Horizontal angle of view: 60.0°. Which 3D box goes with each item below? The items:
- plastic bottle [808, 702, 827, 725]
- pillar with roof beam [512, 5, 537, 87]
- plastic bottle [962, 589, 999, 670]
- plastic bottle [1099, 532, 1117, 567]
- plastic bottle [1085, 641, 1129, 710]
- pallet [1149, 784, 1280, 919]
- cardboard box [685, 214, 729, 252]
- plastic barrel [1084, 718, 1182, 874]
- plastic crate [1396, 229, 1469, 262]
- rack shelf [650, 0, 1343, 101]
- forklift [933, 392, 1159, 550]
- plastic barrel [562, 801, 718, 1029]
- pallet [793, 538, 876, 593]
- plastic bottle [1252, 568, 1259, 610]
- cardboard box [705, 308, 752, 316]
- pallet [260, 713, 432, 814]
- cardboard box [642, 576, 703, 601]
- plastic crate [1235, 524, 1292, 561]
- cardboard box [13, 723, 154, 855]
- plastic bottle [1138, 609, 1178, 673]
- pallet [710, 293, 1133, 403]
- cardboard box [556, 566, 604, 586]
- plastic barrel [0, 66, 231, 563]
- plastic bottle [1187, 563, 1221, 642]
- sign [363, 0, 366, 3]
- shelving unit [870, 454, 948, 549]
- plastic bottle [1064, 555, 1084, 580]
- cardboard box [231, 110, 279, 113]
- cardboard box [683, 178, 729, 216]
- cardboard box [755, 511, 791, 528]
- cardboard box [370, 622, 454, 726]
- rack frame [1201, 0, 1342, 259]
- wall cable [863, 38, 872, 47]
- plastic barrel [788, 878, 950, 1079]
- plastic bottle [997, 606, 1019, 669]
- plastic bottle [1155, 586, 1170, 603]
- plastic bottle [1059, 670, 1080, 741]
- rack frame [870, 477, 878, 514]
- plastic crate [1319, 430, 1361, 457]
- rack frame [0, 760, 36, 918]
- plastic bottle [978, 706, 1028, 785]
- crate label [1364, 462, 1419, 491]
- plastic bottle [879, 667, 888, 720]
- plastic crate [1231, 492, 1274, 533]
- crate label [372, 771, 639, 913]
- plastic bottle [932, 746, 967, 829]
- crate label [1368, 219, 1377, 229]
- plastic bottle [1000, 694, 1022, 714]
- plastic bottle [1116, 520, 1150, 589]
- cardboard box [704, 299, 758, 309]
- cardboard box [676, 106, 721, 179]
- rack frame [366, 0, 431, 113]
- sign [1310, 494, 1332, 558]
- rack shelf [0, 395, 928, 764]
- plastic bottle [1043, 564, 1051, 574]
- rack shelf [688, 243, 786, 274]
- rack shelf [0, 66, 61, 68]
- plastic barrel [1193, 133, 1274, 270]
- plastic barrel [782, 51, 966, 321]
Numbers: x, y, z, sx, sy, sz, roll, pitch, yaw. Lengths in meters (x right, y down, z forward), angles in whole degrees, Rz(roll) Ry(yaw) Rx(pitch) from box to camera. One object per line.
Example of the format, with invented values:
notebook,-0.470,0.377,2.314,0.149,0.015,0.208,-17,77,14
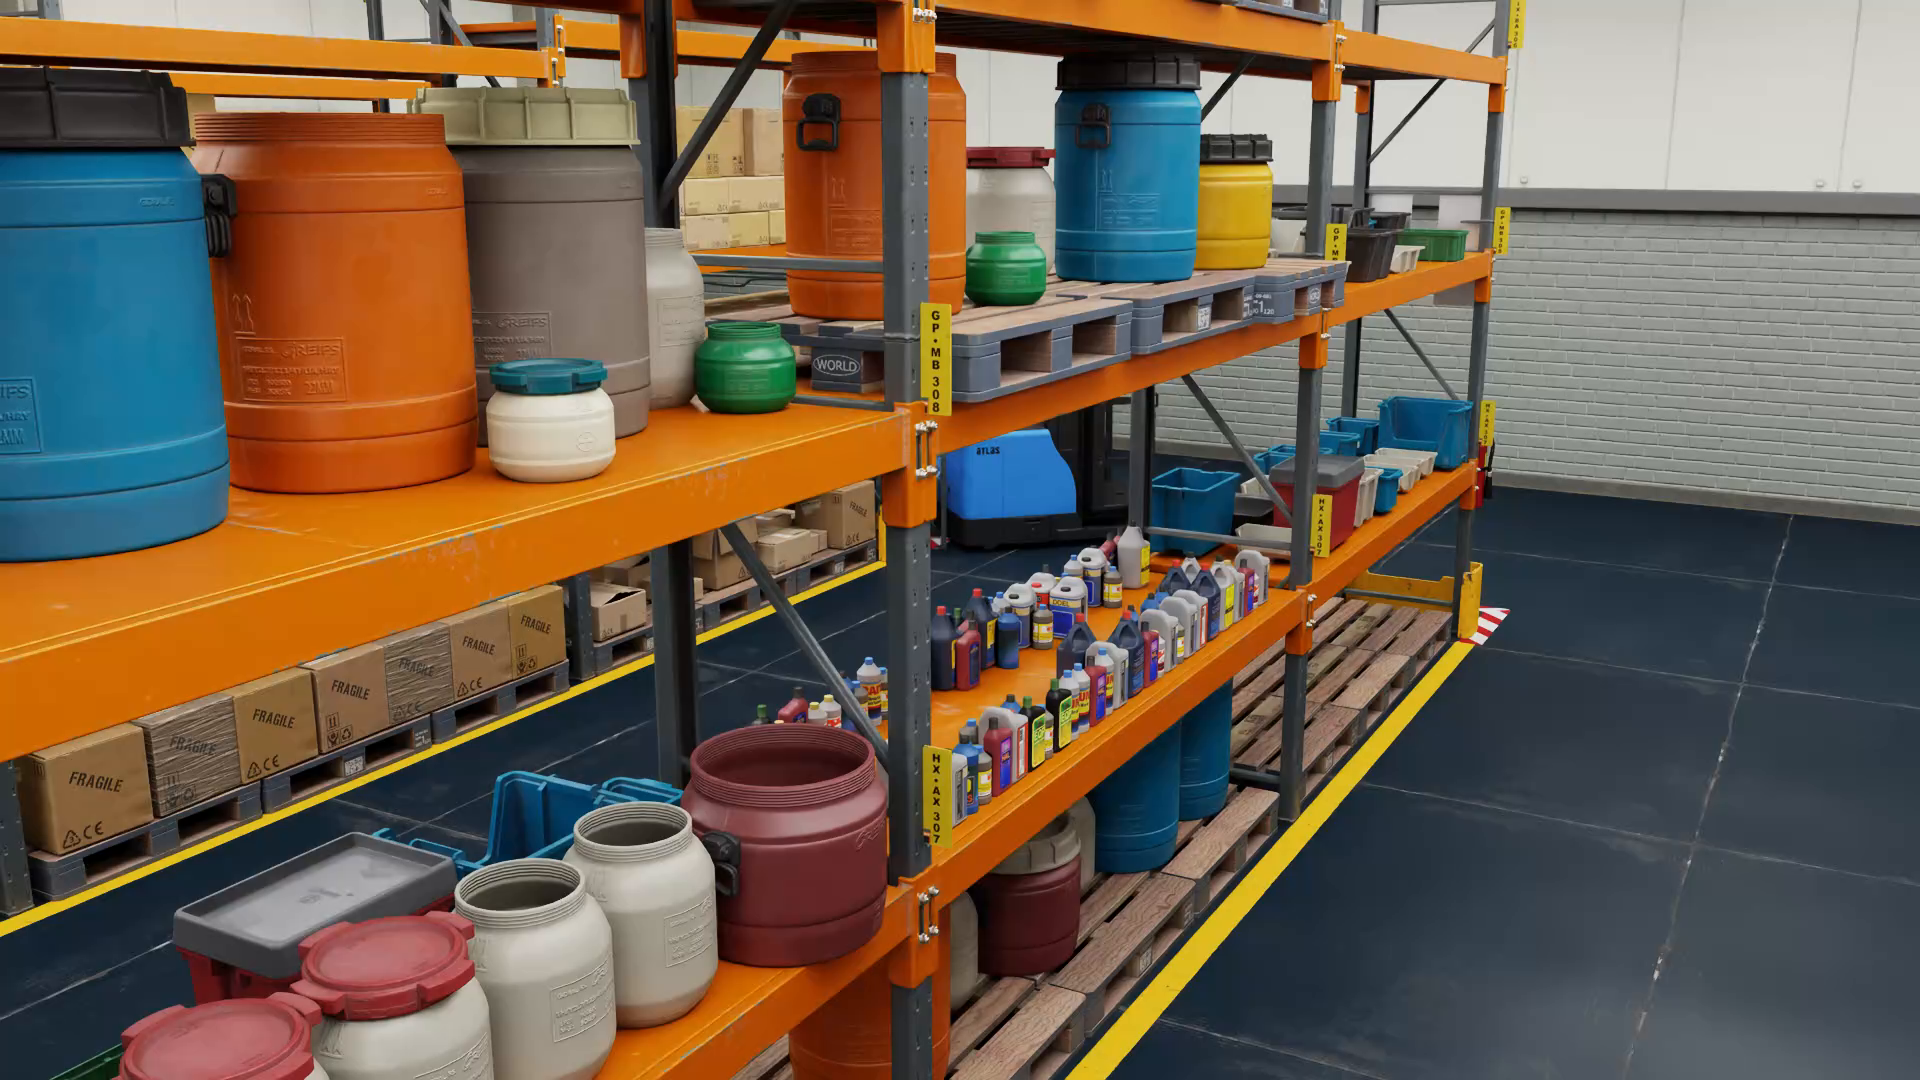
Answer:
plastic bottle,-0.550,0.716,6.305,0.097,0.201,0.097,0,14,0
pillar with roof beam,-1.044,-5.025,16.893,9.100,9.000,0.400,7,15,28
plastic bottle,0.087,0.384,7.361,0.144,0.351,0.185,7,15,28
plastic bottle,0.763,0.110,8.644,0.061,0.283,0.133,7,15,28
plastic bottle,0.607,0.543,6.862,0.152,0.276,0.135,7,15,28
pallet,0.969,1.508,8.545,1.003,0.211,1.213,7,15,28
cardboard box,-2.016,-2.225,11.998,0.500,0.250,0.500,7,15,28
plastic barrel,0.758,1.070,7.994,0.600,0.901,0.708,7,15,28
plastic crate,3.085,-1.942,10.959,0.450,0.188,0.336,7,15,28
rack shelf,0.412,-1.963,6.581,1.077,0.370,4.000,7,15,28
forklift,1.325,-1.516,15.283,3.031,2.935,1.130,-4,14,-17
plastic barrel,-0.866,1.000,4.462,0.421,0.512,0.421,0,14,0
pallet,-1.443,0.151,14.174,1.003,0.211,1.213,7,15,28
plastic bottle,1.439,0.240,8.280,0.097,0.201,0.097,0,14,0
cardboard box,-1.735,-1.480,12.643,0.500,0.500,0.500,8,16,30
pallet,-3.905,1.215,9.761,1.003,0.211,1.213,7,15,28
cardboard box,-2.154,0.360,12.463,0.380,0.166,0.250,7,15,28
plastic crate,1.729,0.018,9.208,0.396,0.136,0.243,7,15,28
cardboard box,-4.419,1.198,8.277,0.500,0.500,0.500,8,16,30
plastic bottle,0.873,0.430,7.330,0.152,0.276,0.135,7,15,28
pallet,-0.100,-0.693,5.727,1.003,0.211,1.213,7,15,28
cardboard box,-2.929,0.289,12.046,0.500,0.500,0.500,7,15,28
plastic barrel,-1.801,-0.459,3.285,0.600,0.901,0.708,7,15,28
plastic bottle,1.131,0.286,7.768,0.144,0.351,0.185,7,15,28
sign,-5.843,-5.456,16.350,0.100,0.325,0.005,7,15,28
shelving unit,-0.484,-0.759,15.199,0.538,1.500,1.048,-3,14,-13
plastic bottle,0.564,0.209,8.258,0.097,0.271,0.097,0,14,0
cardboard box,-6.227,-3.449,14.366,0.500,0.500,0.500,7,15,28
cardboard box,-2.011,-2.467,11.937,0.500,0.250,0.500,7,15,28
cardboard box,-1.775,-0.079,14.106,0.500,0.250,0.500,7,15,28
cardboard box,-3.433,0.775,10.030,0.500,0.500,0.500,8,16,29
rack frame,1.378,-2.918,8.152,1.000,3.000,0.127,7,15,28
wall cable,0.055,-6.620,19.358,3.097,2.526,0.112,7,15,28
plastic barrel,-0.334,1.568,6.081,0.600,0.830,0.708,7,15,28
plastic bottle,0.213,0.428,7.351,0.097,0.271,0.097,0,14,0
plastic bottle,0.932,0.347,7.686,0.097,0.271,0.097,0,14,0
plastic bottle,0.417,0.639,6.472,0.097,0.271,0.097,0,14,0
rack frame,-0.600,-0.875,15.680,0.500,1.500,0.032,-3,14,-13
plastic crate,2.586,-0.621,11.656,0.416,0.233,0.300,7,15,28
rack frame,-4.890,0.257,7.782,1.000,3.000,0.127,7,15,28
plastic bottle,0.161,0.733,6.076,0.152,0.276,0.135,7,15,28
crate label,2.810,-0.417,11.016,0.396,0.136,0.243,7,15,28
plastic bottle,-0.315,0.616,6.719,0.097,0.201,0.097,0,14,0
plastic crate,1.684,-0.157,9.959,0.437,0.125,0.590,7,15,28
crate label,-1.272,0.975,4.729,0.502,0.435,0.616,7,15,28
plastic bottle,-0.063,0.828,5.682,0.152,0.276,0.135,7,15,28
crate label,2.583,-2.055,11.292,0.408,0.251,0.502,7,15,28
plastic bottle,0.187,0.707,6.191,0.097,0.271,0.097,0,14,0
plastic bottle,0.905,0.066,8.679,0.144,0.351,0.185,7,15,28
cardboard box,-1.960,-1.647,13.336,0.500,0.500,0.500,8,16,29
cardboard box,-2.152,-2.850,11.925,0.700,0.500,0.500,7,15,28
rack frame,-5.360,-4.861,16.212,1.000,3.000,0.127,7,15,28
sign,1.859,-0.073,8.563,0.100,0.325,0.005,7,15,28
rack shelf,-1.522,0.121,3.482,1.077,0.370,4.000,7,15,28
plastic bottle,0.398,0.265,8.002,0.061,0.283,0.133,7,15,28
rack shelf,-1.989,-2.082,12.621,1.077,0.370,4.000,7,15,28
rack shelf,-8.261,-3.086,11.237,1.077,0.370,4.000,7,15,28
plastic barrel,1.115,-1.545,7.560,0.600,0.588,0.600,0,14,0
plastic barrel,-0.278,-1.168,5.482,0.600,0.830,0.708,7,15,28
